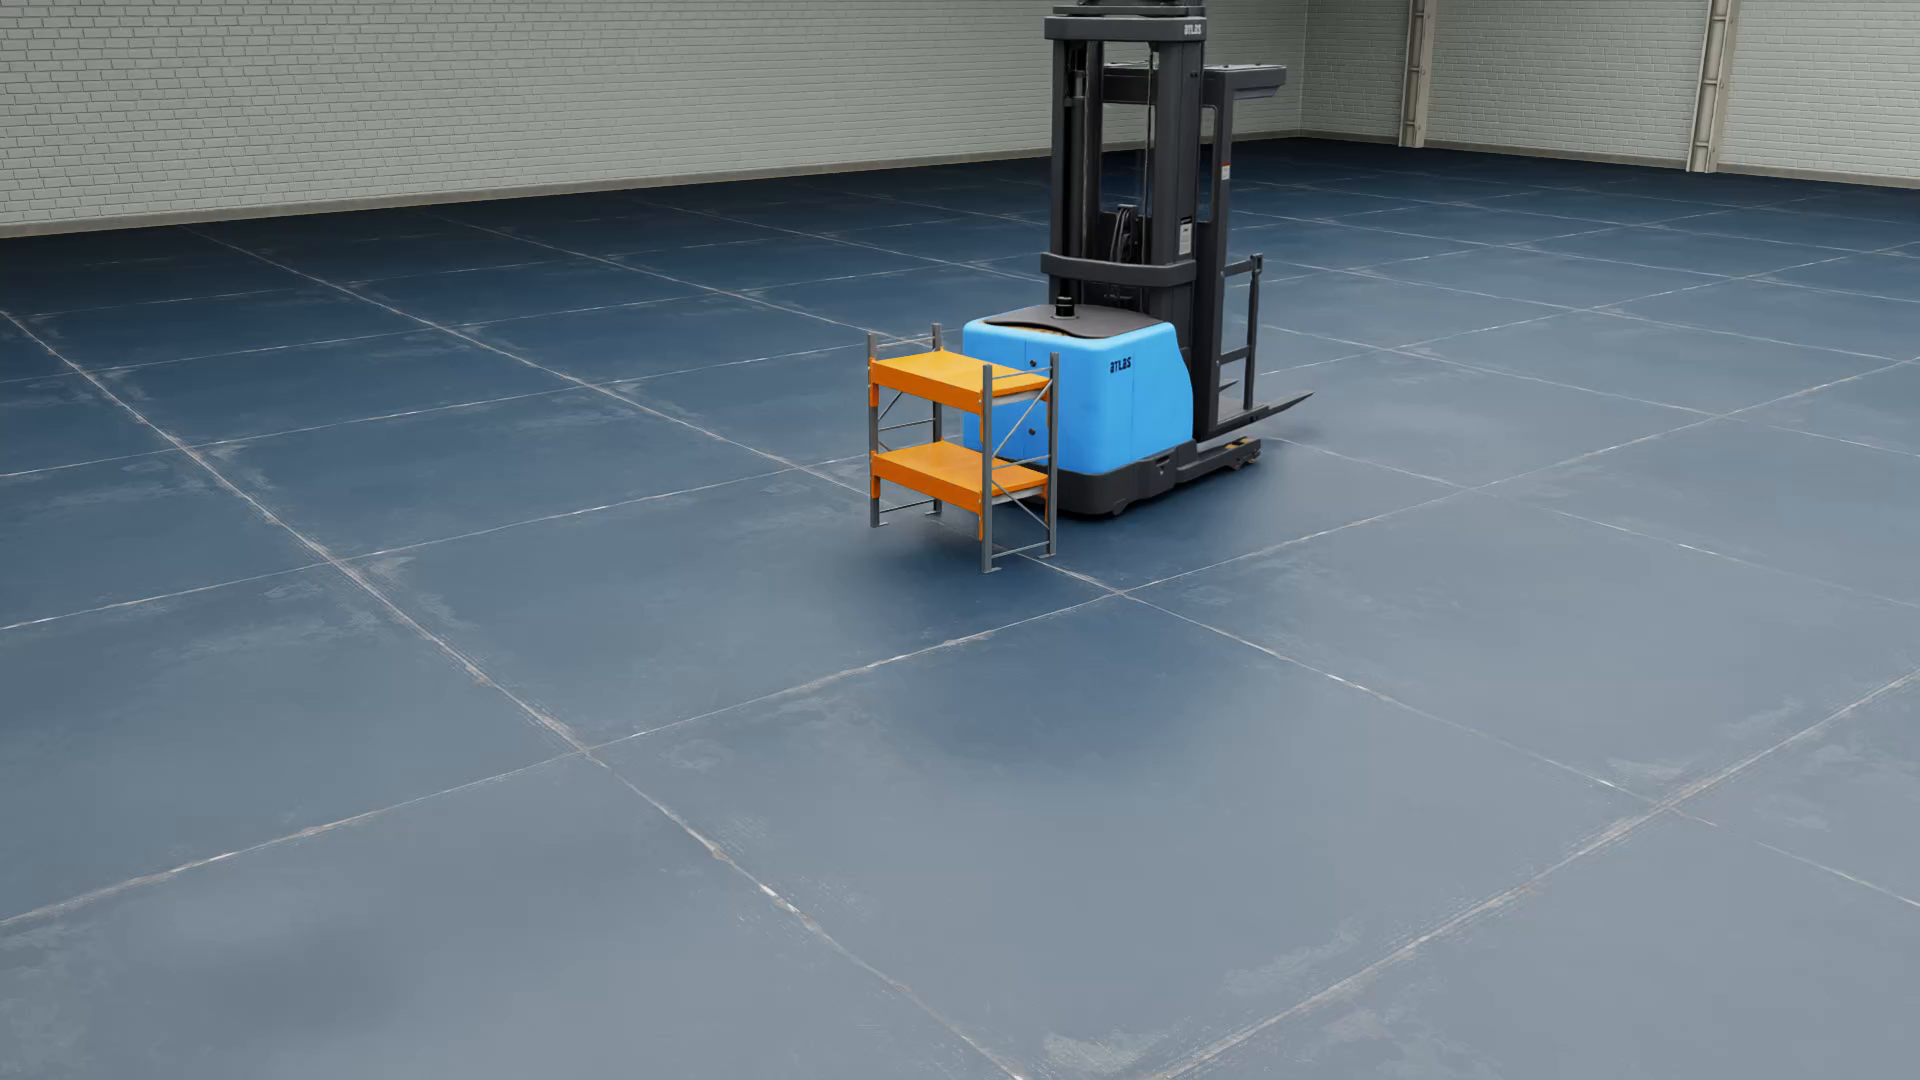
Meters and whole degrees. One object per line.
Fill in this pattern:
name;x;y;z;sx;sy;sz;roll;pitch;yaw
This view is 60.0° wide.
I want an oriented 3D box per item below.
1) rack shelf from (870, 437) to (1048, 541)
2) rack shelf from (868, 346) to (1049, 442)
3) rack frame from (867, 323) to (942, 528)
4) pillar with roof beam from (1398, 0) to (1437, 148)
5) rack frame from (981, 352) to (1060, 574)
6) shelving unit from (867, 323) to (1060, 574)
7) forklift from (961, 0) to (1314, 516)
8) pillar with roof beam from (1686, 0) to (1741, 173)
rack shelf;0.004;-0.300;9.258;0.538;0.278;1.000;-14;23;-36
rack shelf;0.004;-0.810;9.089;0.538;0.278;1.000;-14;23;-36
rack frame;-0.311;-0.658;9.559;0.500;1.125;0.032;-14;23;-36
pillar with roof beam;5.521;-11.185;28.826;9.100;9.000;0.400;-14;23;-36
rack frame;0.320;-0.407;8.802;0.500;1.125;0.032;-14;23;-36
shelving unit;0.004;-0.532;9.181;0.538;1.125;1.048;-14;23;-36
forklift;1.314;-1.928;10.524;1.130;2.935;3.031;14;23;36
pillar with roof beam;9.247;-9.707;24.361;9.100;9.000;0.400;-14;23;-36
